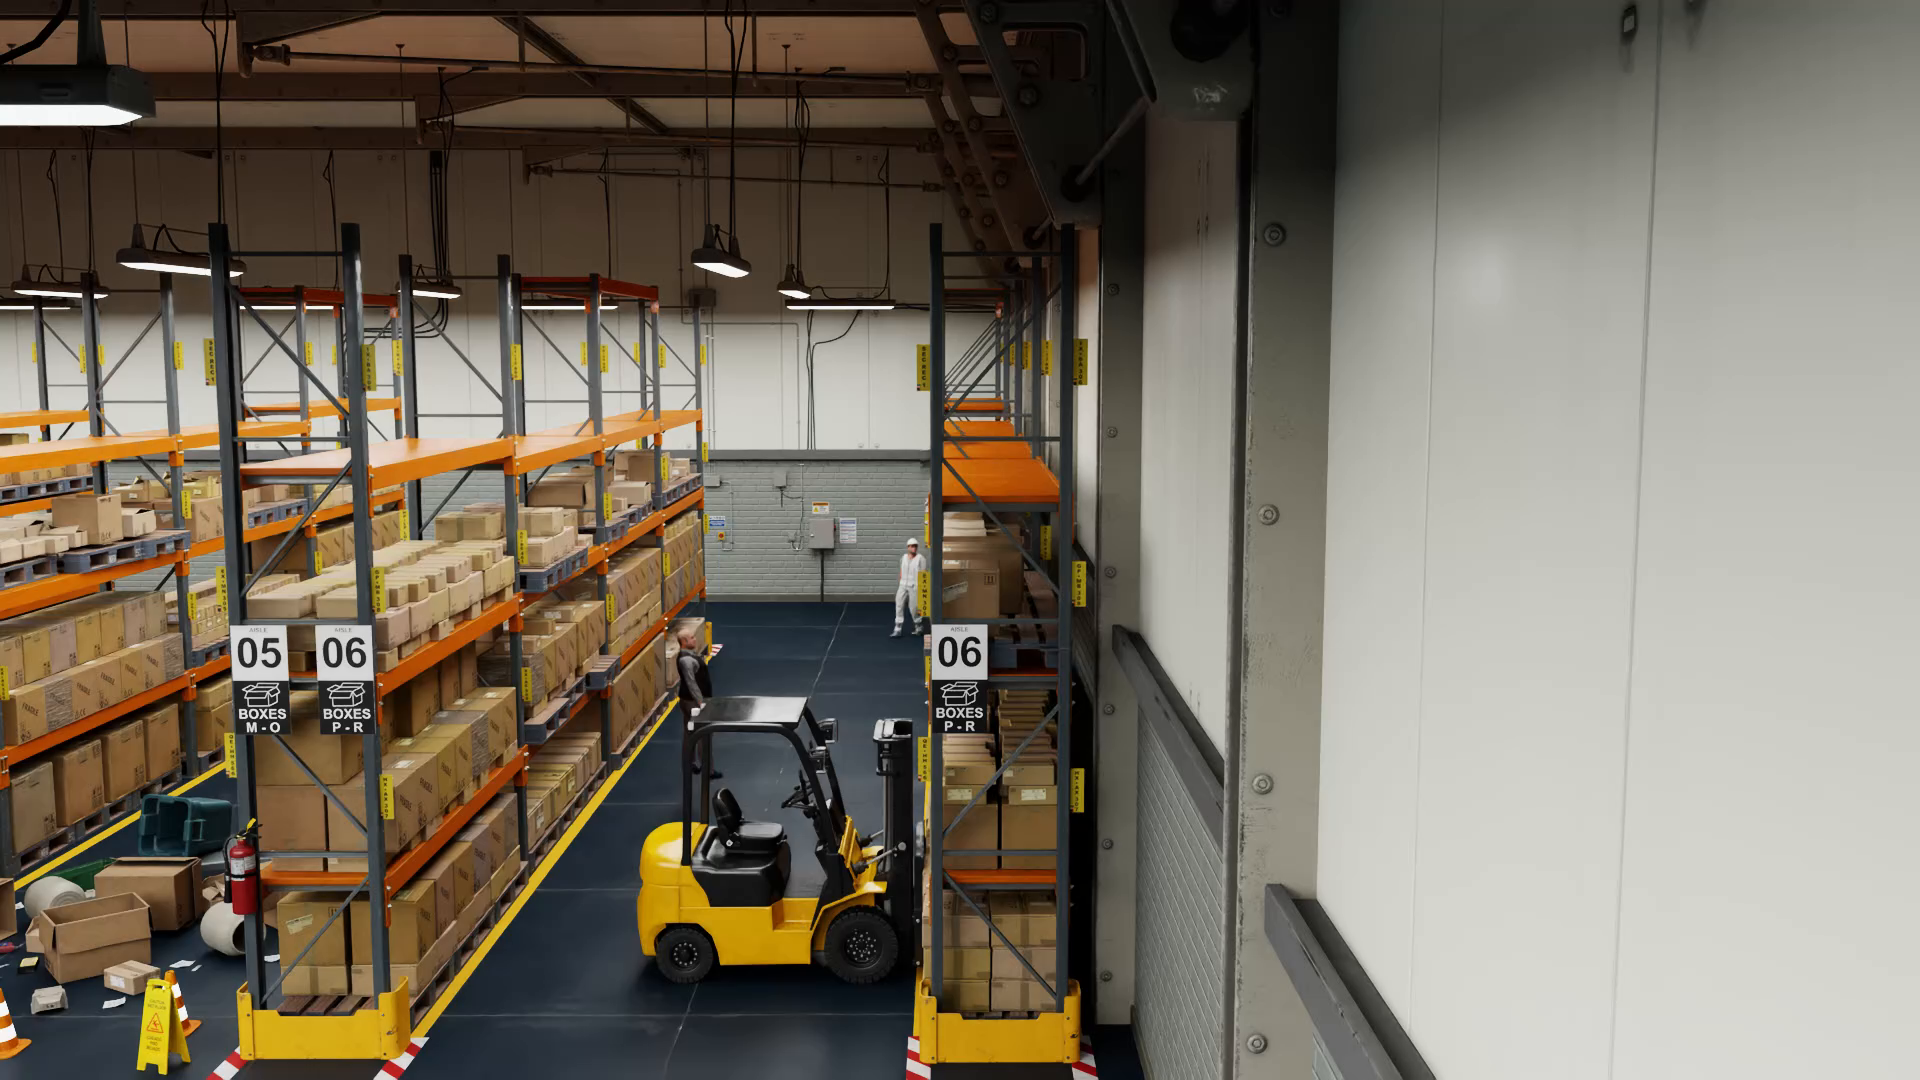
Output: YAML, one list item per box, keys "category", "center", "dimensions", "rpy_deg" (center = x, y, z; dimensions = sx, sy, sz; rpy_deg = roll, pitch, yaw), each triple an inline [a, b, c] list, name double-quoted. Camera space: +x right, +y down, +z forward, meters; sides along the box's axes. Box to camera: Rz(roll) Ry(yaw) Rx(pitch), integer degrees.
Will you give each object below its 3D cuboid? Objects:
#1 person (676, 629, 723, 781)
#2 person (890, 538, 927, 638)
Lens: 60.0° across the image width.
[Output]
- category: "person"
  center: [-2.969, 1.857, 18.805]
  dimensions: [0.493, 1.709, 0.648]
  rpy_deg: [-4, 8, -29]
- category: "person"
  center: [-0.940, 0.866, 29.622]
  dimensions: [0.569, 1.757, 0.746]
  rpy_deg: [4, 8, 28]
